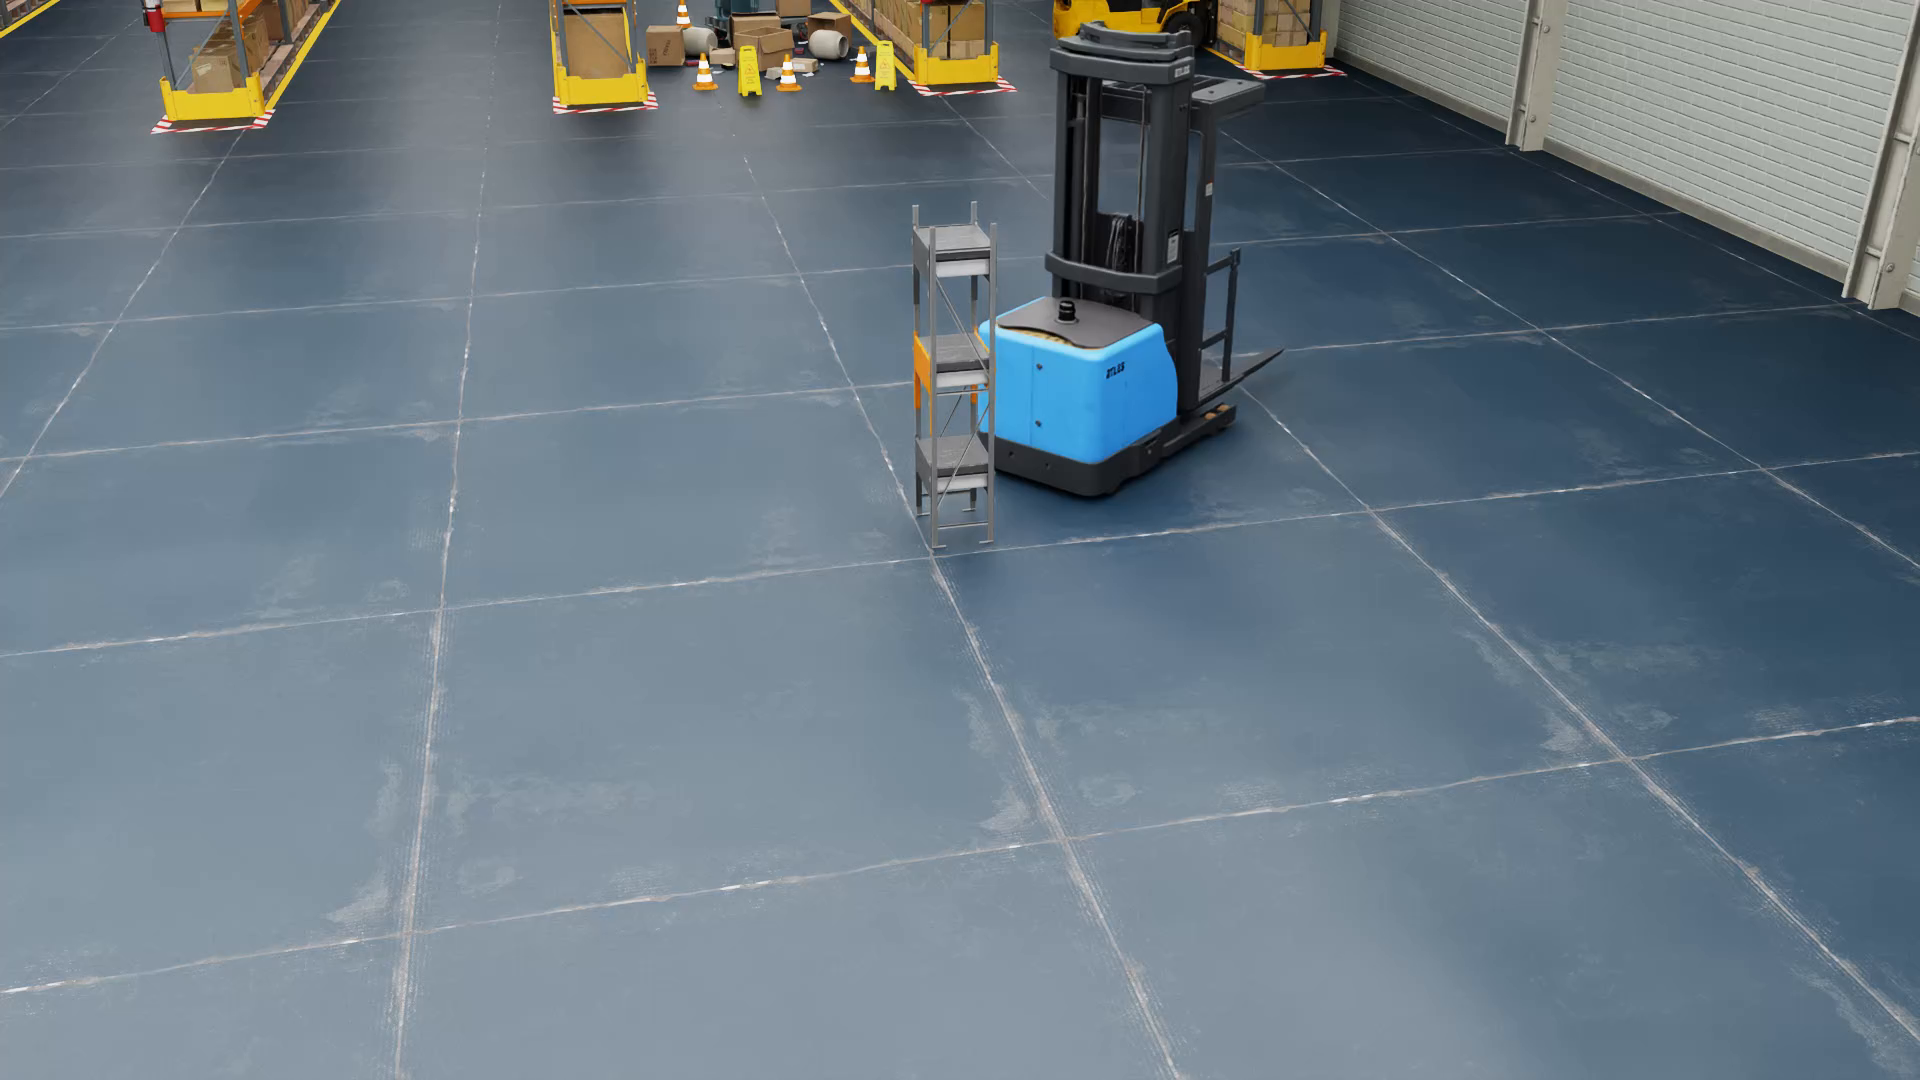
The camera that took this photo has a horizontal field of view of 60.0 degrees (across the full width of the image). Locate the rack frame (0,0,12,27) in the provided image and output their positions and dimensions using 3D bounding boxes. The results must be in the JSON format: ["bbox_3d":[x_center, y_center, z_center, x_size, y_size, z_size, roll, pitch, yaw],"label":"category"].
[{"bbox_3d":[-16.320,-9.861,26.957,1.000,3.000,0.127,-6,27,-12],"label":"rack frame"}]

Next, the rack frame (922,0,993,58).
[{"bbox_3d":[-0.036,-7.858,22.989,1.000,3.000,0.127,-6,27,-12],"label":"rack frame"}]

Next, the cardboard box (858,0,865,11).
[{"bbox_3d":[-1.224,-9.174,28.046,0.950,0.372,0.625,-4,27,-8],"label":"cardboard box"}]

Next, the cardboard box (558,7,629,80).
[{"bbox_3d":[-5.053,-6.841,22.866,0.875,0.875,0.875,-6,27,-11],"label":"cardboard box"}]

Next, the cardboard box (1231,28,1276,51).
[{"bbox_3d":[4.385,-7.498,24.861,0.500,0.250,0.500,-6,27,-11],"label":"cardboard box"}]

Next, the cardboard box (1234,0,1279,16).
[{"bbox_3d":[4.391,-7.940,24.629,0.500,0.250,0.500,-5,27,-10],"label":"cardboard box"}]

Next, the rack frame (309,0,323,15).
[{"bbox_3d":[-11.494,-10.364,27.954,1.000,3.000,0.127,-6,27,-12],"label":"rack frame"}]

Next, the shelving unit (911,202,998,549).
[{"bbox_3d":[-0.037,-1.010,10.421,0.431,2.100,0.503,-6,27,-12],"label":"shelving unit"}]

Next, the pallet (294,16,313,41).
[{"bbox_3d":[-11.048,-8.241,26.843,1.003,0.211,1.213,-6,27,-12],"label":"pallet"}]

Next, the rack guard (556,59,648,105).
[{"bbox_3d":[-4.831,-6.184,22.448,1.175,0.500,0.348,-6,27,-12],"label":"rack guard"}]

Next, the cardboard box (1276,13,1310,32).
[{"bbox_3d":[4.895,-7.774,24.854,0.500,0.250,0.500,-5,27,-11],"label":"cardboard box"}]

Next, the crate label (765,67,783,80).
[{"bbox_3d":[-2.632,-6.715,23.901,0.250,0.136,0.298,-23,35,-38],"label":"crate label"}]

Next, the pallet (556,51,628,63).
[{"bbox_3d":[-5.364,-6.944,24.273,1.003,0.211,1.213,-6,27,-12],"label":"pallet"}]

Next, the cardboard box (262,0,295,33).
[{"bbox_3d":[-10.799,-8.171,25.896,0.700,0.500,0.500,-6,27,-12],"label":"cardboard box"}]

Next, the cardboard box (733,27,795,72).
[{"bbox_3d":[-2.899,-7.257,24.570,0.637,0.503,0.797,19,32,32],"label":"cardboard box"}]

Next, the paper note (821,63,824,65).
[{"bbox_3d":[-2.056,-7.099,24.804,0.032,0.001,0.123,-6,27,-12],"label":"paper note"}]

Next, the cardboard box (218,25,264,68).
[{"bbox_3d":[-10.189,-6.984,23.566,0.500,0.500,0.500,-8,28,-16],"label":"cardboard box"}]

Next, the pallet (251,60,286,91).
[{"bbox_3d":[-10.128,-6.535,23.463,1.003,0.211,1.213,-6,27,-12],"label":"pallet"}]

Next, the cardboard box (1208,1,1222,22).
[{"bbox_3d":[4.145,-8.174,25.647,0.500,0.250,0.500,-7,28,-13],"label":"cardboard box"}]

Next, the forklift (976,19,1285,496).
[{"bbox_3d":[1.406,-2.202,11.860,1.130,2.935,3.031,19,33,33],"label":"forklift"}]

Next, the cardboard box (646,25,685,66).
[{"bbox_3d":[-4.388,-7.375,24.804,0.500,0.500,0.500,-1,27,-3],"label":"cardboard box"}]

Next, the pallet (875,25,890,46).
[{"bbox_3d":[-0.752,-8.078,26.520,1.003,0.211,1.213,-6,27,-12],"label":"pallet"}]

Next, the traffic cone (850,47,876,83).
[{"bbox_3d":[-1.390,-6.783,23.675,0.336,0.463,0.334,-6,27,-12],"label":"traffic cone"}]

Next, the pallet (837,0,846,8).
[{"bbox_3d":[-1.664,-9.782,29.896,1.003,0.211,1.213,-6,27,-12],"label":"pallet"}]

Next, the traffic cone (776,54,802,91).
[{"bbox_3d":[-2.395,-6.521,23.156,0.336,0.463,0.334,-6,27,-12],"label":"traffic cone"}]

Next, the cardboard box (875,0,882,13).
[{"bbox_3d":[-1.068,-8.622,26.257,0.500,0.500,0.500,-5,27,-9],"label":"cardboard box"}]

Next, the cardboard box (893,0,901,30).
[{"bbox_3d":[-0.699,-7.929,24.883,0.500,0.500,0.500,-7,28,-13],"label":"cardboard box"}]

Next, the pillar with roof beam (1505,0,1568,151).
[{"bbox_3d":[2.678,-8.368,17.342,9.100,9.000,0.400,-6,27,-12],"label":"pillar with roof beam"}]

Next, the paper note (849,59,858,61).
[{"bbox_3d":[-1.572,-7.256,25.092,0.142,0.019,0.148,-16,31,-29],"label":"paper note"}]

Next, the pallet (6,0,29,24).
[{"bbox_3d":[-16.538,-8.958,28.263,1.003,0.211,1.213,-6,27,-12],"label":"pallet"}]

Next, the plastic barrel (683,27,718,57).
[{"bbox_3d":[-3.987,-7.574,25.287,0.512,0.421,0.421,13,30,24],"label":"plastic barrel"}]

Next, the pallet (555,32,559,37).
[{"bbox_3d":[-5.985,-8.153,26.669,1.003,0.211,1.213,-6,27,-12],"label":"pallet"}]

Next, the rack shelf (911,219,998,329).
[{"bbox_3d":[-0.037,-1.623,10.112,0.431,0.518,0.480,-6,27,-12],"label":"rack shelf"}]

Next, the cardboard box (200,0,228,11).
[{"bbox_3d":[-9.523,-6.889,21.348,0.380,0.149,0.250,-6,27,-12],"label":"cardboard box"}]

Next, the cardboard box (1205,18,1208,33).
[{"bbox_3d":[4.040,-8.163,26.180,0.500,0.250,0.500,-5,27,-10],"label":"cardboard box"}]

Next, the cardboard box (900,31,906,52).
[{"bbox_3d":[-0.589,-7.374,24.615,0.500,0.250,0.500,-6,27,-11],"label":"cardboard box"}]

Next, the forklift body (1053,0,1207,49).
[{"bbox_3d":[2.594,-8.632,25.465,2.313,2.155,1.214,-6,27,-12],"label":"forklift body"}]

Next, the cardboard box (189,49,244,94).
[{"bbox_3d":[-9.816,-6.199,22.011,0.500,0.500,0.500,-1,27,-2],"label":"cardboard box"}]

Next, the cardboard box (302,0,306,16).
[{"bbox_3d":[-11.186,-8.910,27.359,0.700,0.500,0.500,-8,28,-16],"label":"cardboard box"}]

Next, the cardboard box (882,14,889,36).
[{"bbox_3d":[-0.936,-8.054,25.964,0.500,0.250,0.500,-4,27,-9],"label":"cardboard box"}]

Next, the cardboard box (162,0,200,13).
[{"bbox_3d":[-9.957,-6.844,21.259,0.380,0.149,0.250,-6,27,-12],"label":"cardboard box"}]

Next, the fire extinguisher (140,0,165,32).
[{"bbox_3d":[-10.114,-6.720,20.821,0.296,0.674,0.183,-6,27,-12],"label":"fire extinguisher"}]

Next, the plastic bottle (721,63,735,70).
[{"bbox_3d":[-3.436,-6.993,24.537,0.133,0.061,0.283,-16,31,-29],"label":"plastic bottle"}]

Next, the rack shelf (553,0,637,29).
[{"bbox_3d":[-5.287,-7.868,23.807,1.077,0.370,4.000,-6,27,-12],"label":"rack shelf"}]
